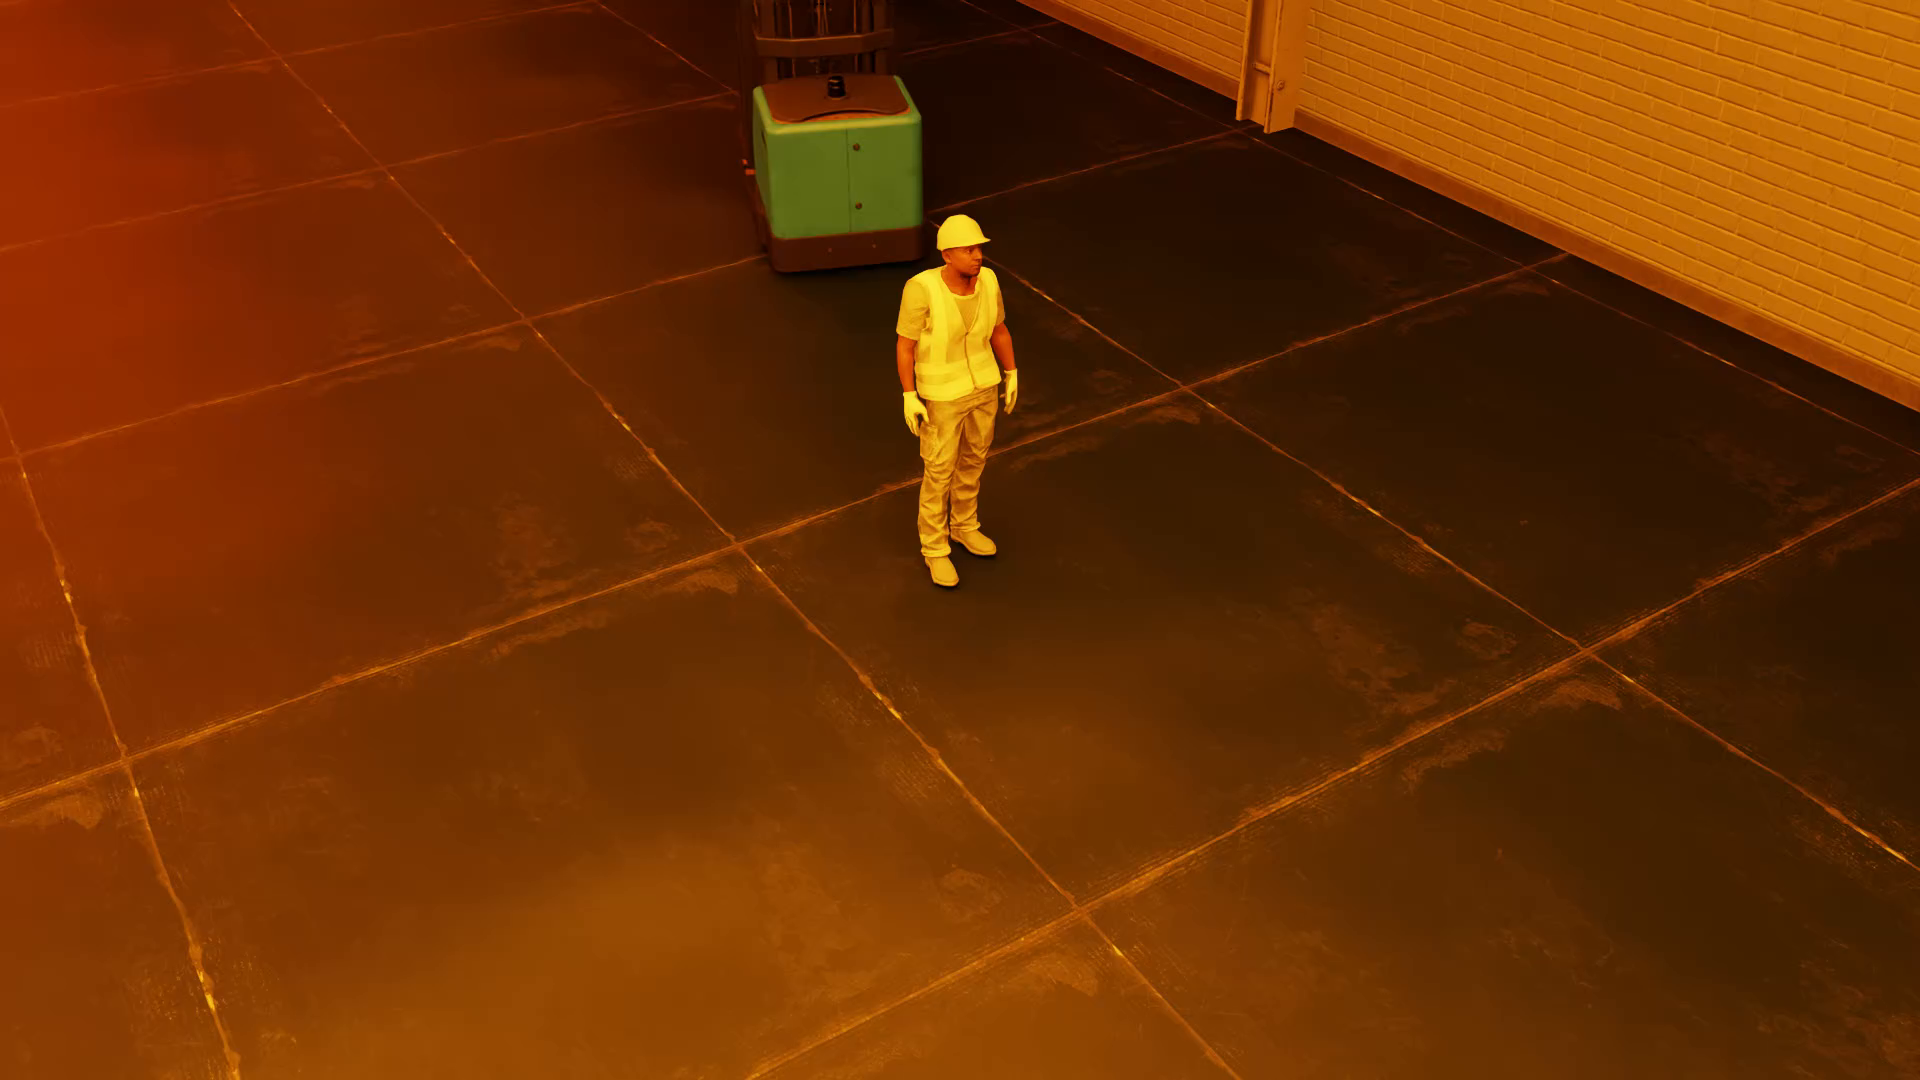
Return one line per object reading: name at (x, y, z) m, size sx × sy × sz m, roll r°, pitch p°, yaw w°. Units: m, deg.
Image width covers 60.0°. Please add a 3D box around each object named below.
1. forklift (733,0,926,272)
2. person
forklift at (-1.051, -3.832, 11.601) m, size 1.130 × 2.935 × 3.031 m, roll -7°, pitch 36°, yaw -10°
person at (0.032, -0.698, 8.127) m, size 0.656 × 1.782 × 0.577 m, roll -21°, pitch 40°, yaw -27°
